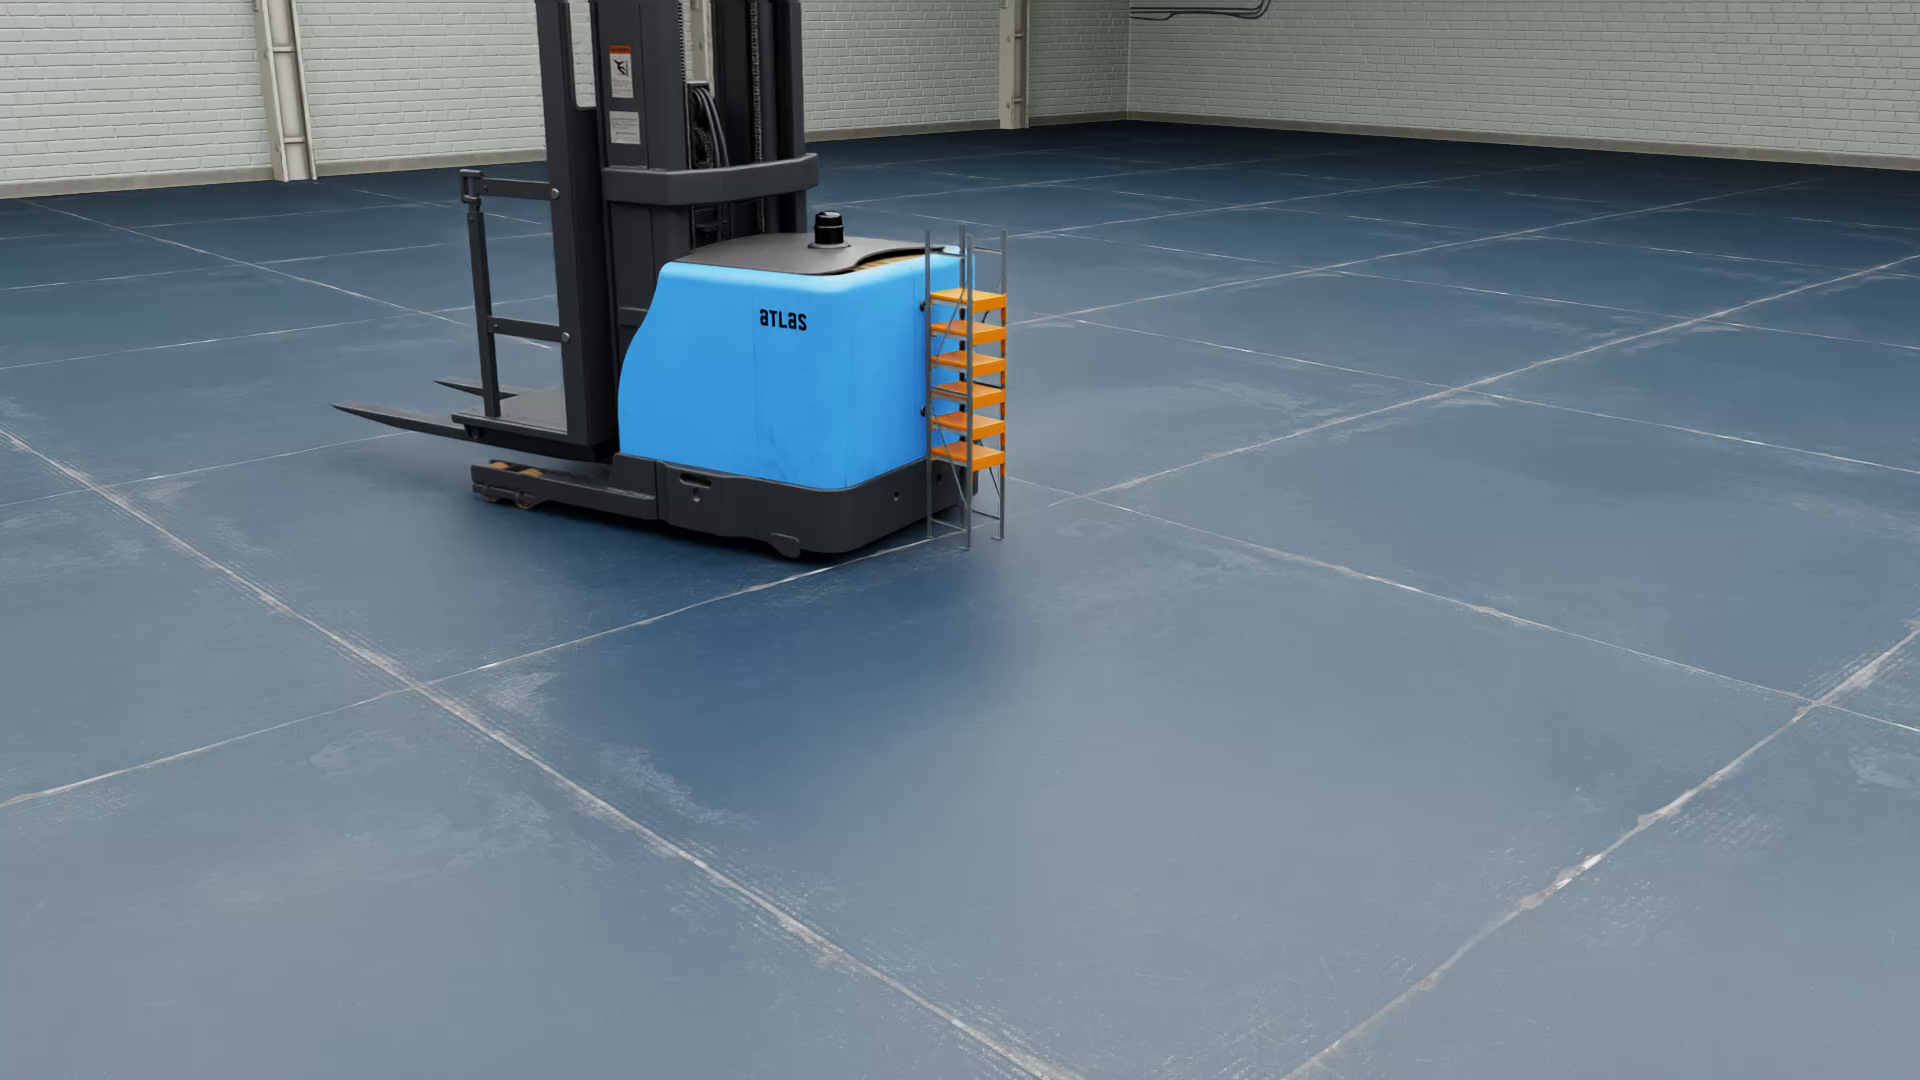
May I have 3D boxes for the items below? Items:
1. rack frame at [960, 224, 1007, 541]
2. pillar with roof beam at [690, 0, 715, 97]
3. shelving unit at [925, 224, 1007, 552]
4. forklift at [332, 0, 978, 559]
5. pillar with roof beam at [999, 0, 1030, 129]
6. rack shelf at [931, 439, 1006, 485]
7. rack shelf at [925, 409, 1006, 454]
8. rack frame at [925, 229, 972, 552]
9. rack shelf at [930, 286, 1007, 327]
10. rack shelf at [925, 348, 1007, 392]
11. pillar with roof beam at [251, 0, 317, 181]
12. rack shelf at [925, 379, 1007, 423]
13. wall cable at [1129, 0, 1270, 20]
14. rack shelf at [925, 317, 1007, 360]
[{"bbox_3d":[0.086,-0.592,6.366,0.240,1.200,0.006,17,24,42],"label":"rack frame"},{"bbox_3d":[-0.516,-8.840,19.160,0.400,9.000,9.100,-16,24,-41],"label":"pillar with roof beam"},{"bbox_3d":[0.022,-0.572,6.304,0.258,1.200,0.189,17,24,42],"label":"shelving unit"},{"bbox_3d":[-1.447,-1.648,6.815,3.031,2.935,1.130,11,21,30],"label":"forklift"},{"bbox_3d":[3.844,-10.112,23.081,0.400,9.000,9.100,-16,24,-41],"label":"pillar with roof beam"},{"bbox_3d":[0.022,-0.302,6.392,0.258,0.103,0.180,17,24,42],"label":"rack shelf"},{"bbox_3d":[0.022,-0.416,6.355,0.258,0.103,0.180,17,24,42],"label":"rack shelf"},{"bbox_3d":[-0.043,-0.552,6.242,0.240,1.200,0.006,17,24,42],"label":"rack frame"},{"bbox_3d":[0.022,-0.872,6.207,0.258,0.103,0.180,17,24,42],"label":"rack shelf"},{"bbox_3d":[0.022,-0.644,6.281,0.258,0.103,0.180,17,24,42],"label":"rack shelf"},{"bbox_3d":[-4.876,-7.569,15.238,0.400,9.000,9.100,-16,24,-41],"label":"pillar with roof beam"},{"bbox_3d":[0.022,-0.530,6.318,0.258,0.103,0.180,17,24,42],"label":"rack shelf"},{"bbox_3d":[3.935,-9.927,27.547,0.112,2.526,3.097,-16,24,-41],"label":"wall cable"},{"bbox_3d":[0.022,-0.758,6.244,0.258,0.103,0.180,17,24,42],"label":"rack shelf"}]
